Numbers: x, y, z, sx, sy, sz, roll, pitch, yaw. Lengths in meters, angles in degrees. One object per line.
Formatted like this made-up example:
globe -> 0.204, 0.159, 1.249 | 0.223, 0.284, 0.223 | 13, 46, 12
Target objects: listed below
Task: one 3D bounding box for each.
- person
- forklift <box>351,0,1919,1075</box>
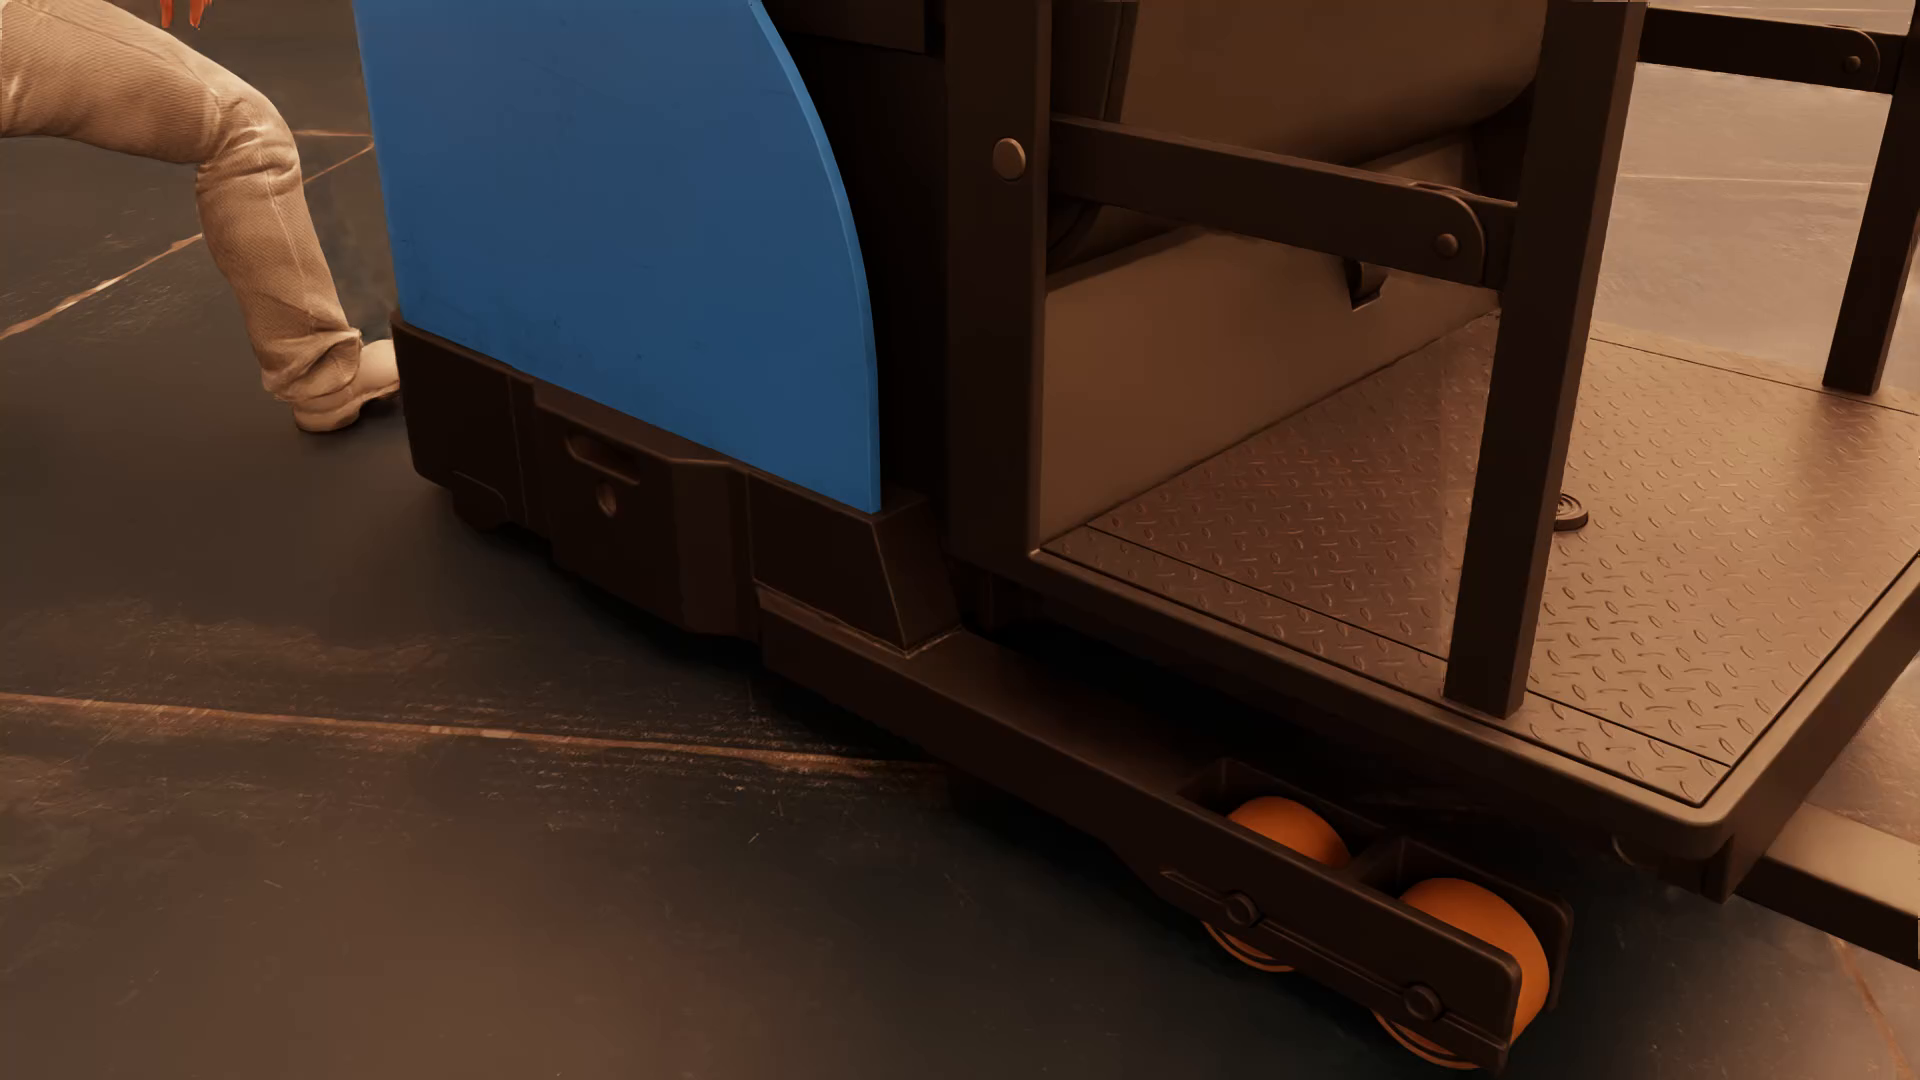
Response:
person -> -1.552, -0.849, 2.457 | 0.982, 1.627, 0.896 | 8, 28, 15
forklift -> 0.580, -1.094, 1.409 | 3.031, 2.935, 1.130 | 22, 34, 37
